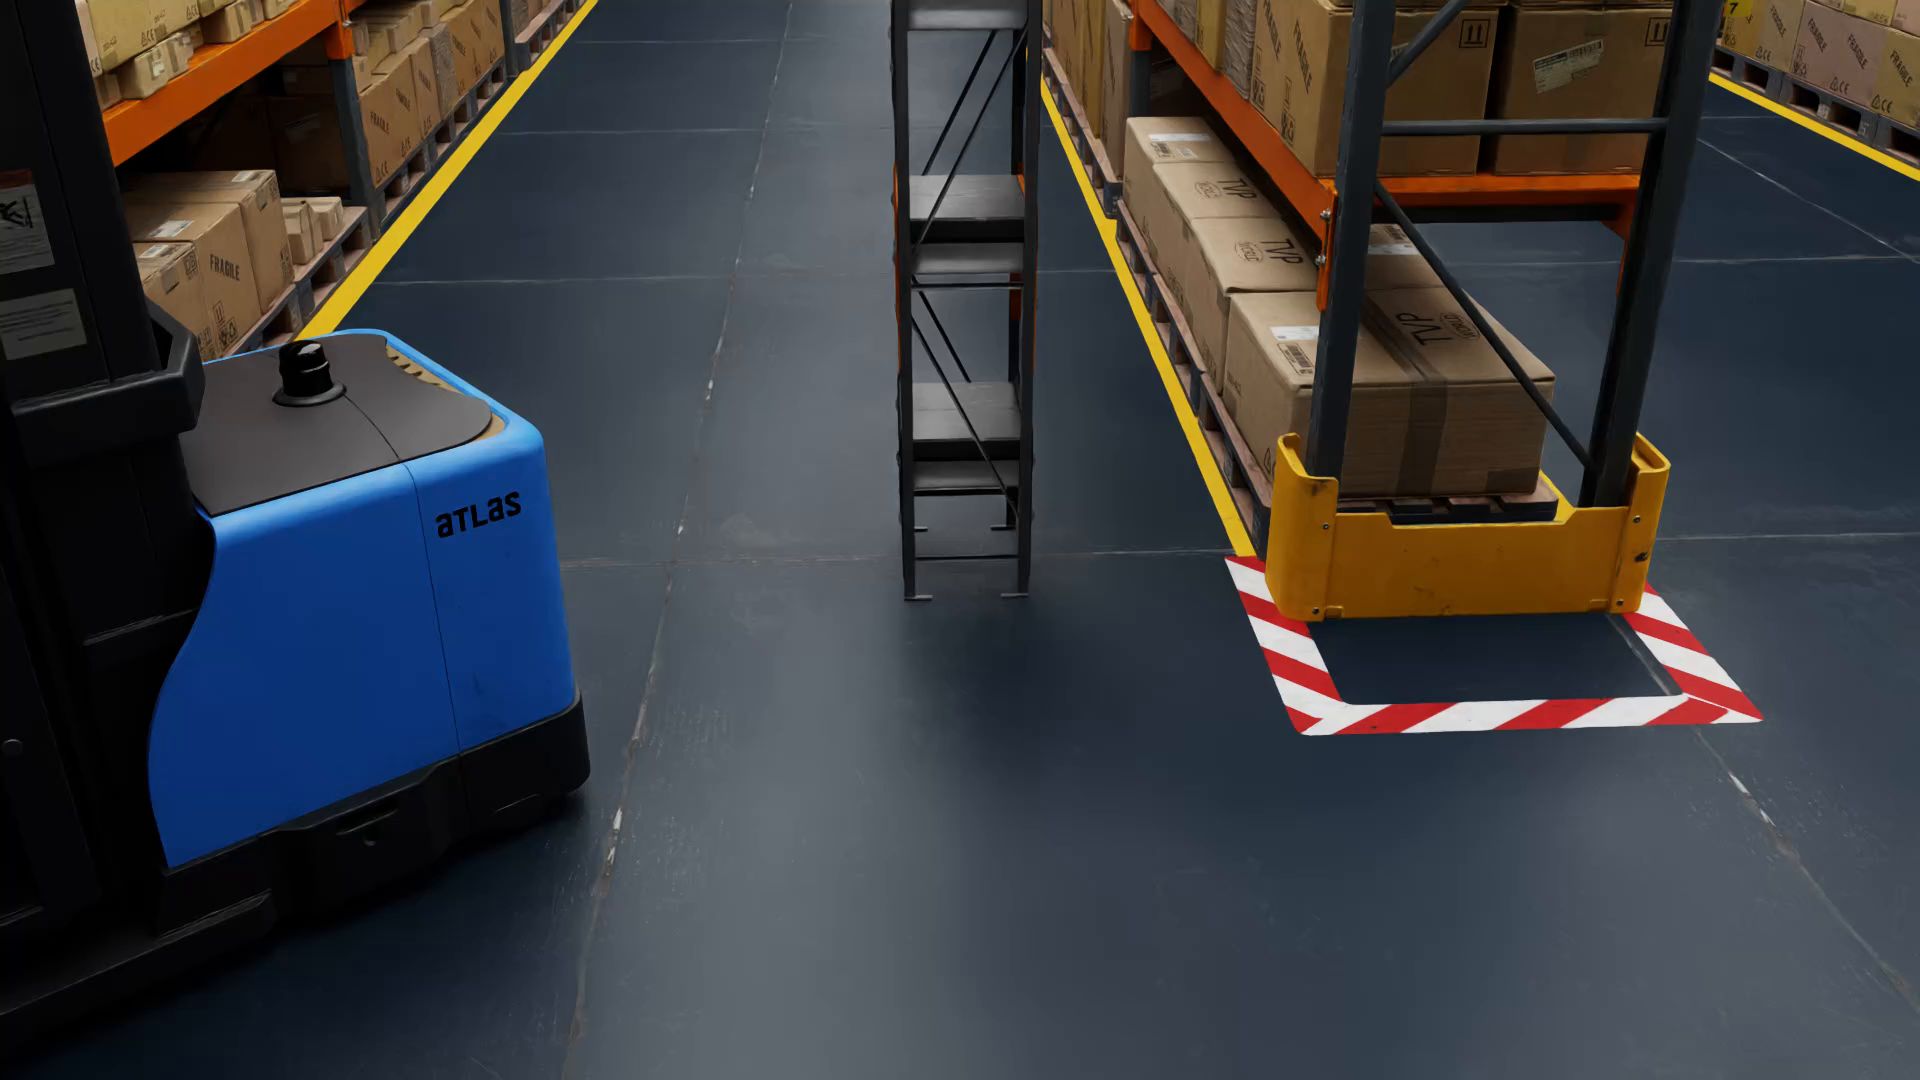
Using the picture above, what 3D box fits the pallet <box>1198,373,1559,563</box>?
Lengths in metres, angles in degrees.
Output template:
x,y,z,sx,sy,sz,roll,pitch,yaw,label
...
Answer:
x,y,z,sx,sy,sz,roll,pitch,yaw,label
1.477,-0.305,6.106,1.003,0.211,1.213,-1,28,-3,pallet

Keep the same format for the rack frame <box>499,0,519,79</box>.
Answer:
x,y,z,sx,sy,sz,roll,pitch,yaw,label
-3.778,-4.747,11.608,1.000,3.000,0.127,-1,28,-3,rack frame

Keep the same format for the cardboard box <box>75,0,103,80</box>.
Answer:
x,y,z,sx,sy,sz,roll,pitch,yaw,label
-3.141,-1.567,5.350,0.500,0.250,0.500,-1,28,-2,cardboard box

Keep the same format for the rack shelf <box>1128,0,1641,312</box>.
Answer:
x,y,z,sx,sy,sz,roll,pitch,yaw,label
1.492,-1.779,6.694,1.077,0.370,4.000,-1,28,-3,rack shelf

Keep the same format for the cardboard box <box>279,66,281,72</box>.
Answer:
x,y,z,sx,sy,sz,roll,pitch,yaw,label
-3.916,-2.661,9.157,0.380,0.149,0.250,-1,28,-2,cardboard box

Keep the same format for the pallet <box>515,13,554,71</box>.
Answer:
x,y,z,sx,sy,sz,roll,pitch,yaw,label
-3.782,-3.892,12.983,1.003,0.211,1.213,-1,28,-3,pallet

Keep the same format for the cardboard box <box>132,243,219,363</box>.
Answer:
x,y,z,sx,sy,sz,roll,pitch,yaw,label
-3.303,-0.811,6.310,0.700,0.500,0.500,0,28,-1,cardboard box

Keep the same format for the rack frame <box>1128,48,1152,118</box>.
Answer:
x,y,z,sx,sy,sz,roll,pitch,yaw,label
1.388,-3.021,8.299,1.000,3.000,0.127,-1,28,-3,rack frame

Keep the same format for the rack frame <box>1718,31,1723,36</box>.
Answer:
x,y,z,sx,sy,sz,roll,pitch,yaw,label
6.117,-5.035,12.159,1.000,3.000,0.127,-1,28,-3,rack frame

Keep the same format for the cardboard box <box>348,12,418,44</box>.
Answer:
x,y,z,sx,sy,sz,roll,pitch,yaw,label
-3.453,-3.039,9.880,0.380,0.149,0.250,0,28,-1,cardboard box

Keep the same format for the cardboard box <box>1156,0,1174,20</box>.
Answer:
x,y,z,sx,sy,sz,roll,pitch,yaw,label
1.173,-2.610,7.402,0.500,0.500,0.500,-1,28,-2,cardboard box

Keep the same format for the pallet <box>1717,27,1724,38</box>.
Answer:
x,y,z,sx,sy,sz,roll,pitch,yaw,label
6.151,-4.164,13.506,1.003,0.211,1.213,-1,28,-3,pallet

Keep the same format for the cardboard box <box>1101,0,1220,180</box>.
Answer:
x,y,z,sx,sy,sz,roll,pitch,yaw,label
1.275,-2.550,9.238,0.875,0.875,0.875,-1,28,-1,cardboard box

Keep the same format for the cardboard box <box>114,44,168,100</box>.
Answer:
x,y,z,sx,sy,sz,roll,pitch,yaw,label
-3.121,-1.696,6.029,0.380,0.149,0.250,-2,28,-4,cardboard box

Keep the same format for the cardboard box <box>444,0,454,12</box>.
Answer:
x,y,z,sx,sy,sz,roll,pitch,yaw,label
-3.516,-3.519,10.802,0.380,0.149,0.250,-1,28,-1,cardboard box

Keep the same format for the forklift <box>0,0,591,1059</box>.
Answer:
x,y,z,sx,sy,sz,roll,pitch,yaw,label
-2.427,-0.337,3.228,3.031,2.935,1.130,-22,34,-35,forklift

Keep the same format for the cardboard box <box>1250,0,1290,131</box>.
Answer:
x,y,z,sx,sy,sz,roll,pitch,yaw,label
1.296,-1.667,5.594,0.500,0.500,0.500,-2,28,-4,cardboard box

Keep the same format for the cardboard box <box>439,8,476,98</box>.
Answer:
x,y,z,sx,sy,sz,roll,pitch,yaw,label
-3.495,-3.162,10.817,0.500,0.500,0.500,0,28,0,cardboard box

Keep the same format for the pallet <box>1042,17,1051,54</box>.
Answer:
x,y,z,sx,sy,sz,roll,pitch,yaw,label
1.140,-3.993,13.177,1.003,0.211,1.213,-1,28,-3,pallet

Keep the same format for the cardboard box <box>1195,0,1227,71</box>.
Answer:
x,y,z,sx,sy,sz,roll,pitch,yaw,label
1.219,-2.142,6.506,0.500,0.500,0.500,-1,28,-1,cardboard box

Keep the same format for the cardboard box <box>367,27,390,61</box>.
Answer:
x,y,z,sx,sy,sz,roll,pitch,yaw,label
-3.466,-2.808,9.437,0.380,0.149,0.250,-2,28,-4,cardboard box

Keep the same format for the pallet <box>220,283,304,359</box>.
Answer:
x,y,z,sx,sy,sz,roll,pitch,yaw,label
-3.467,-0.781,7.020,1.003,0.211,1.213,-1,28,-3,pallet

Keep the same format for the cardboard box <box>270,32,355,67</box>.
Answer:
x,y,z,sx,sy,sz,roll,pitch,yaw,label
-3.383,-2.568,8.655,0.380,0.149,0.250,-2,28,-4,cardboard box

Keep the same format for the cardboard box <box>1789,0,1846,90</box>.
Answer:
x,y,z,sx,sy,sz,roll,pitch,yaw,label
5.960,-3.311,11.103,0.500,0.500,0.500,-2,28,-4,cardboard box

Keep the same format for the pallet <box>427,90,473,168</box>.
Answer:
x,y,z,sx,sy,sz,roll,pitch,yaw,label
-3.716,-2.603,10.512,1.003,0.211,1.213,-1,28,-3,pallet

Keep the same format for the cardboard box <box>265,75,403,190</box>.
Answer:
x,y,z,sx,sy,sz,roll,pitch,yaw,label
-3.370,-2.206,8.985,0.500,0.500,0.500,0,28,0,cardboard box

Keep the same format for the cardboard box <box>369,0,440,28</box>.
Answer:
x,y,z,sx,sy,sz,roll,pitch,yaw,label
-3.458,-3.277,10.337,0.380,0.149,0.250,-3,28,-5,cardboard box

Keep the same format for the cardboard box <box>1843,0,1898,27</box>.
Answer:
x,y,z,sx,sy,sz,roll,pitch,yaw,label
5.979,-3.417,10.496,0.500,0.250,0.500,-3,28,-5,cardboard box

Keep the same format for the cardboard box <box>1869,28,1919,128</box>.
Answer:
x,y,z,sx,sy,sz,roll,pitch,yaw,label
6.009,-2.838,10.196,0.500,0.500,0.500,-2,28,-4,cardboard box

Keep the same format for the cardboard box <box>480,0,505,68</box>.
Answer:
x,y,z,sx,sy,sz,roll,pitch,yaw,label
-3.541,-3.635,11.724,0.500,0.500,0.500,-1,28,-1,cardboard box

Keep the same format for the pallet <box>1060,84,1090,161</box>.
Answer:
x,y,z,sx,sy,sz,roll,pitch,yaw,label
1.205,-2.704,10.706,1.003,0.211,1.213,-1,28,-3,pallet

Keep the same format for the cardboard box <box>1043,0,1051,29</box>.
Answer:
x,y,z,sx,sy,sz,roll,pitch,yaw,label
1.159,-4.151,12.852,0.950,0.372,0.625,-3,28,-6,cardboard box

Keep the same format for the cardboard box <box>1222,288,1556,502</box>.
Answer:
x,y,z,sx,sy,sz,roll,pitch,yaw,label
1.462,-0.526,5.832,0.875,0.438,0.875,-2,28,-4,cardboard box

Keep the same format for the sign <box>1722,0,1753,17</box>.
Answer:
x,y,z,sx,sy,sz,roll,pitch,yaw,label
2.151,-1.603,4.559,0.100,0.325,0.005,-1,28,-3,sign

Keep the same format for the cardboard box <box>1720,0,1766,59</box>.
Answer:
x,y,z,sx,sy,sz,roll,pitch,yaw,label
5.899,-3.780,12.002,0.500,0.500,0.500,-3,28,-5,cardboard box

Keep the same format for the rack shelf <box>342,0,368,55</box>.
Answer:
x,y,z,sx,sy,sz,roll,pitch,yaw,label
-3.673,-3.504,10.003,1.077,0.370,4.000,-1,28,-3,rack shelf

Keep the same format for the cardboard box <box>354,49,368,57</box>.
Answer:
x,y,z,sx,sy,sz,roll,pitch,yaw,label
-3.414,-2.563,8.968,0.380,0.149,0.250,-2,28,-4,cardboard box

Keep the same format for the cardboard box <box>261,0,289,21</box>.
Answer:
x,y,z,sx,sy,sz,roll,pitch,yaw,label
-3.227,-2.408,7.395,0.380,0.149,0.250,-1,28,-1,cardboard box

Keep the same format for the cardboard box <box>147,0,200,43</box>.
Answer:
x,y,z,sx,sy,sz,roll,pitch,yaw,label
-3.219,-2.036,6.251,0.500,0.250,0.500,-2,28,-4,cardboard box

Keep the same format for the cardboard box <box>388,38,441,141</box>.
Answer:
x,y,z,sx,sy,sz,roll,pitch,yaw,label
-3.429,-2.683,9.899,0.500,0.500,0.500,-2,28,-4,cardboard box

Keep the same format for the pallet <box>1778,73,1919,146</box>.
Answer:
x,y,z,sx,sy,sz,roll,pitch,yaw,label
6.217,-2.875,11.034,1.003,0.211,1.213,-1,28,-3,pallet

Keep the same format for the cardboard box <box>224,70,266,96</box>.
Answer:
x,y,z,sx,sy,sz,roll,pitch,yaw,label
-3.876,-2.428,8.709,0.380,0.149,0.250,-2,28,-5,cardboard box

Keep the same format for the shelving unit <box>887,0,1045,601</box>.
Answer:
x,y,z,sx,sy,sz,roll,pitch,yaw,label
0.009,-0.855,5.118,0.431,2.100,0.503,-1,28,-3,shelving unit

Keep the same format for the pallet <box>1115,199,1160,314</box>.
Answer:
x,y,z,sx,sy,sz,roll,pitch,yaw,label
1.349,-1.432,8.267,1.003,0.211,1.213,-1,28,-3,pallet

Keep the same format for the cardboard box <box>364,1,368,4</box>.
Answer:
x,y,z,sx,sy,sz,roll,pitch,yaw,label
-4.060,-3.500,10.764,0.380,0.149,0.250,-3,28,-5,cardboard box

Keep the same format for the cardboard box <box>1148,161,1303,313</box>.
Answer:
x,y,z,sx,sy,sz,roll,pitch,yaw,label
1.361,-1.365,7.441,0.875,0.438,0.875,-2,28,-4,cardboard box

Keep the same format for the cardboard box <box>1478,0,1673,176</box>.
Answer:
x,y,z,sx,sy,sz,roll,pitch,yaw,label
1.858,-1.447,5.172,0.500,0.500,0.500,-2,28,-3,cardboard box

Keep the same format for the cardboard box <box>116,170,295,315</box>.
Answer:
x,y,z,sx,sy,sz,roll,pitch,yaw,label
-3.357,-1.290,7.229,0.700,0.500,0.500,-2,28,-5,cardboard box

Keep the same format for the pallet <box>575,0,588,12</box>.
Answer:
x,y,z,sx,sy,sz,roll,pitch,yaw,label
-3.909,-5.018,15.144,1.003,0.211,1.213,-1,28,-3,pallet

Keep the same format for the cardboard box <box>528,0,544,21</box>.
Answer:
x,y,z,sx,sy,sz,roll,pitch,yaw,label
-3.839,-4.470,13.191,0.875,0.625,0.625,-1,28,-1,cardboard box

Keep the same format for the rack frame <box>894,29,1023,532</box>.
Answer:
x,y,z,sx,sy,sz,roll,pitch,yaw,label
-0.004,-0.967,5.334,0.400,2.100,0.015,-1,28,-3,rack frame

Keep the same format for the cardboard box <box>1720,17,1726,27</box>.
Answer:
x,y,z,sx,sy,sz,roll,pitch,yaw,label
6.175,-4.507,13.126,1.050,0.750,0.750,-2,28,-3,cardboard box

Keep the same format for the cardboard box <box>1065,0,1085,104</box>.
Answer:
x,y,z,sx,sy,sz,roll,pitch,yaw,label
1.174,-3.380,10.829,0.875,0.875,0.875,-1,28,-2,cardboard box

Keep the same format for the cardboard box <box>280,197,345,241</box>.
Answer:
x,y,z,sx,sy,sz,roll,pitch,yaw,label
-3.247,-1.572,8.148,0.380,0.149,0.250,-2,28,-4,cardboard box

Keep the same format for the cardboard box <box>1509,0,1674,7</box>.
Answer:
x,y,z,sx,sy,sz,roll,pitch,yaw,label
1.856,-1.890,4.941,0.500,0.500,0.500,-2,28,-4,cardboard box

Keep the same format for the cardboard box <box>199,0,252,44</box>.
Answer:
x,y,z,sx,sy,sz,roll,pitch,yaw,label
-3.199,-2.169,6.936,0.380,0.149,0.250,-2,28,-3,cardboard box

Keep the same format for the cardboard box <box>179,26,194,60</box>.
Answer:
x,y,z,sx,sy,sz,roll,pitch,yaw,label
-3.237,-1.934,6.486,0.380,0.149,0.250,-1,28,-3,cardboard box

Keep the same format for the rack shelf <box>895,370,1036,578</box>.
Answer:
x,y,z,sx,sy,sz,roll,pitch,yaw,label
0.009,-0.222,5.448,0.431,0.518,0.480,-1,28,-3,rack shelf
